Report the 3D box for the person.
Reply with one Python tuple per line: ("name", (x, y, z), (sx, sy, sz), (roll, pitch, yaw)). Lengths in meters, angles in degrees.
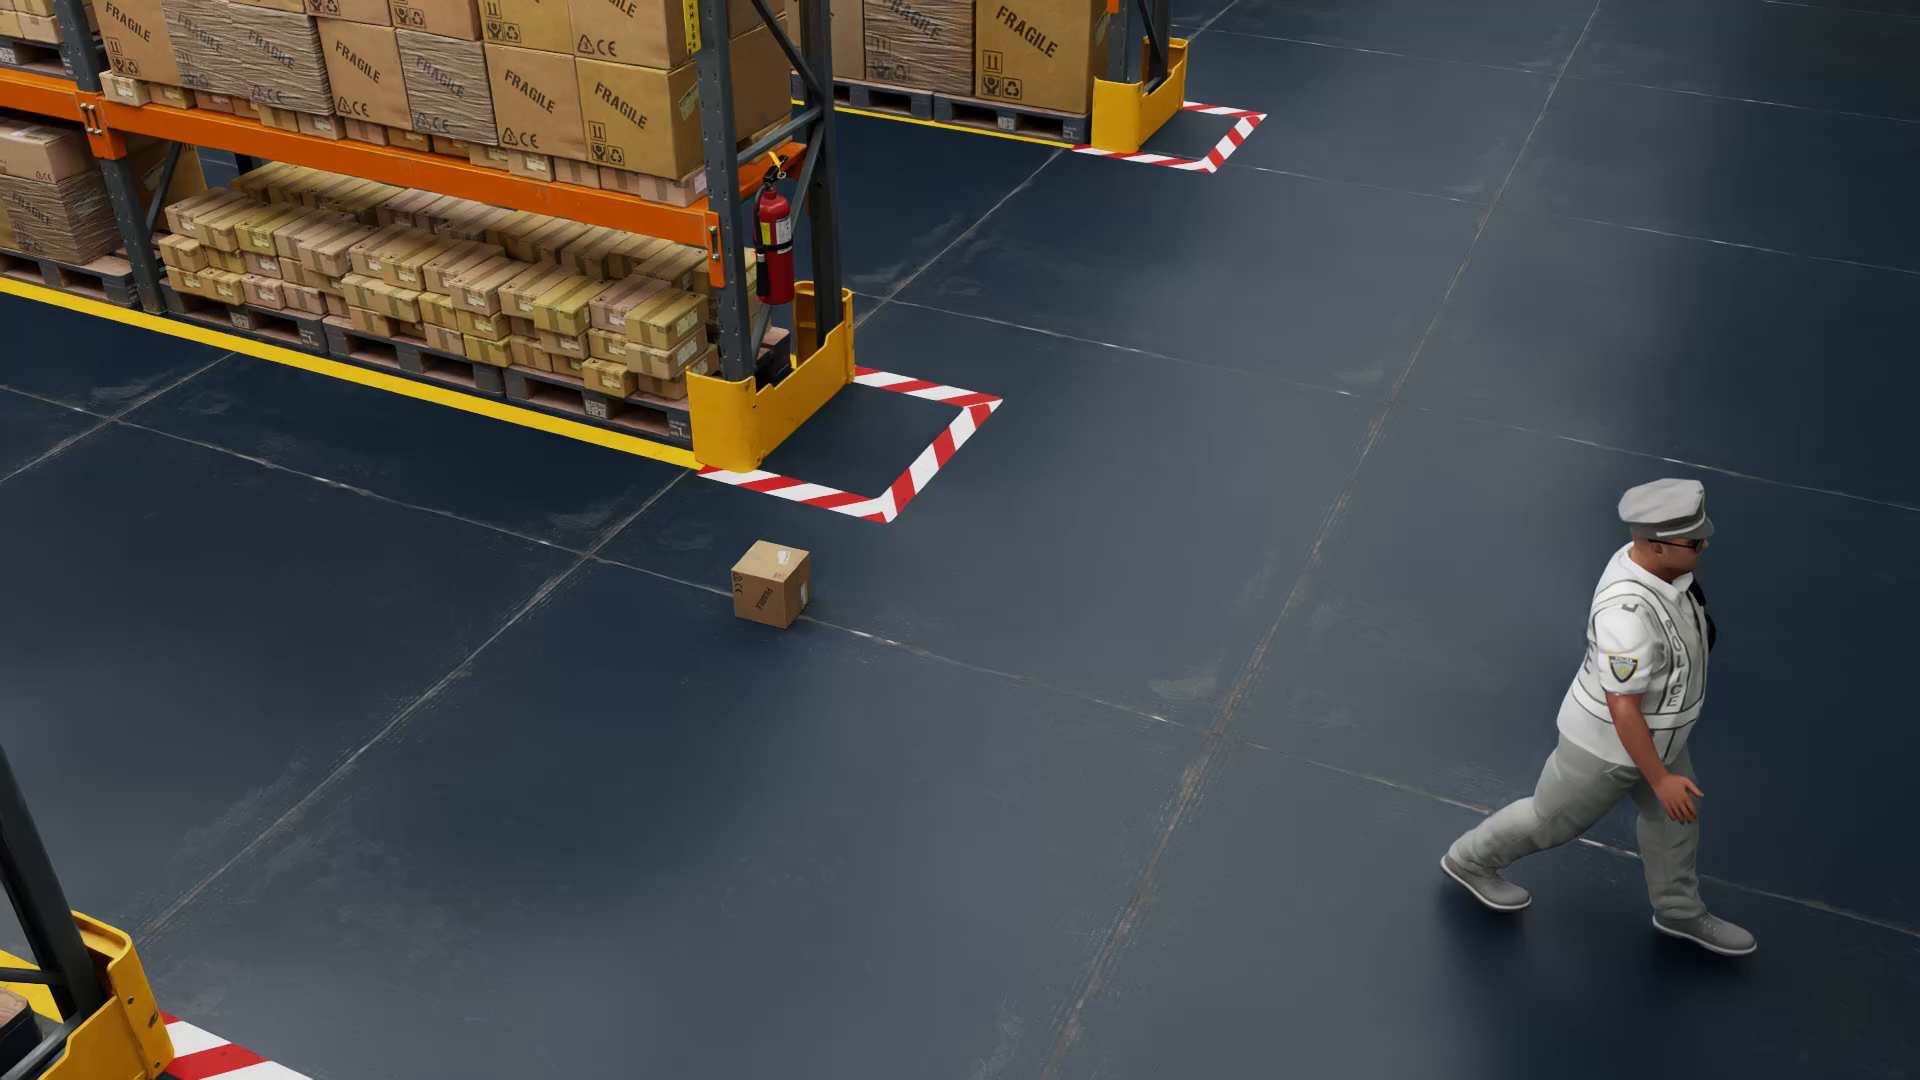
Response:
("person", (2.143, 0.596, 5.209), (1.013, 1.717, 0.548), (20, 39, 28))
